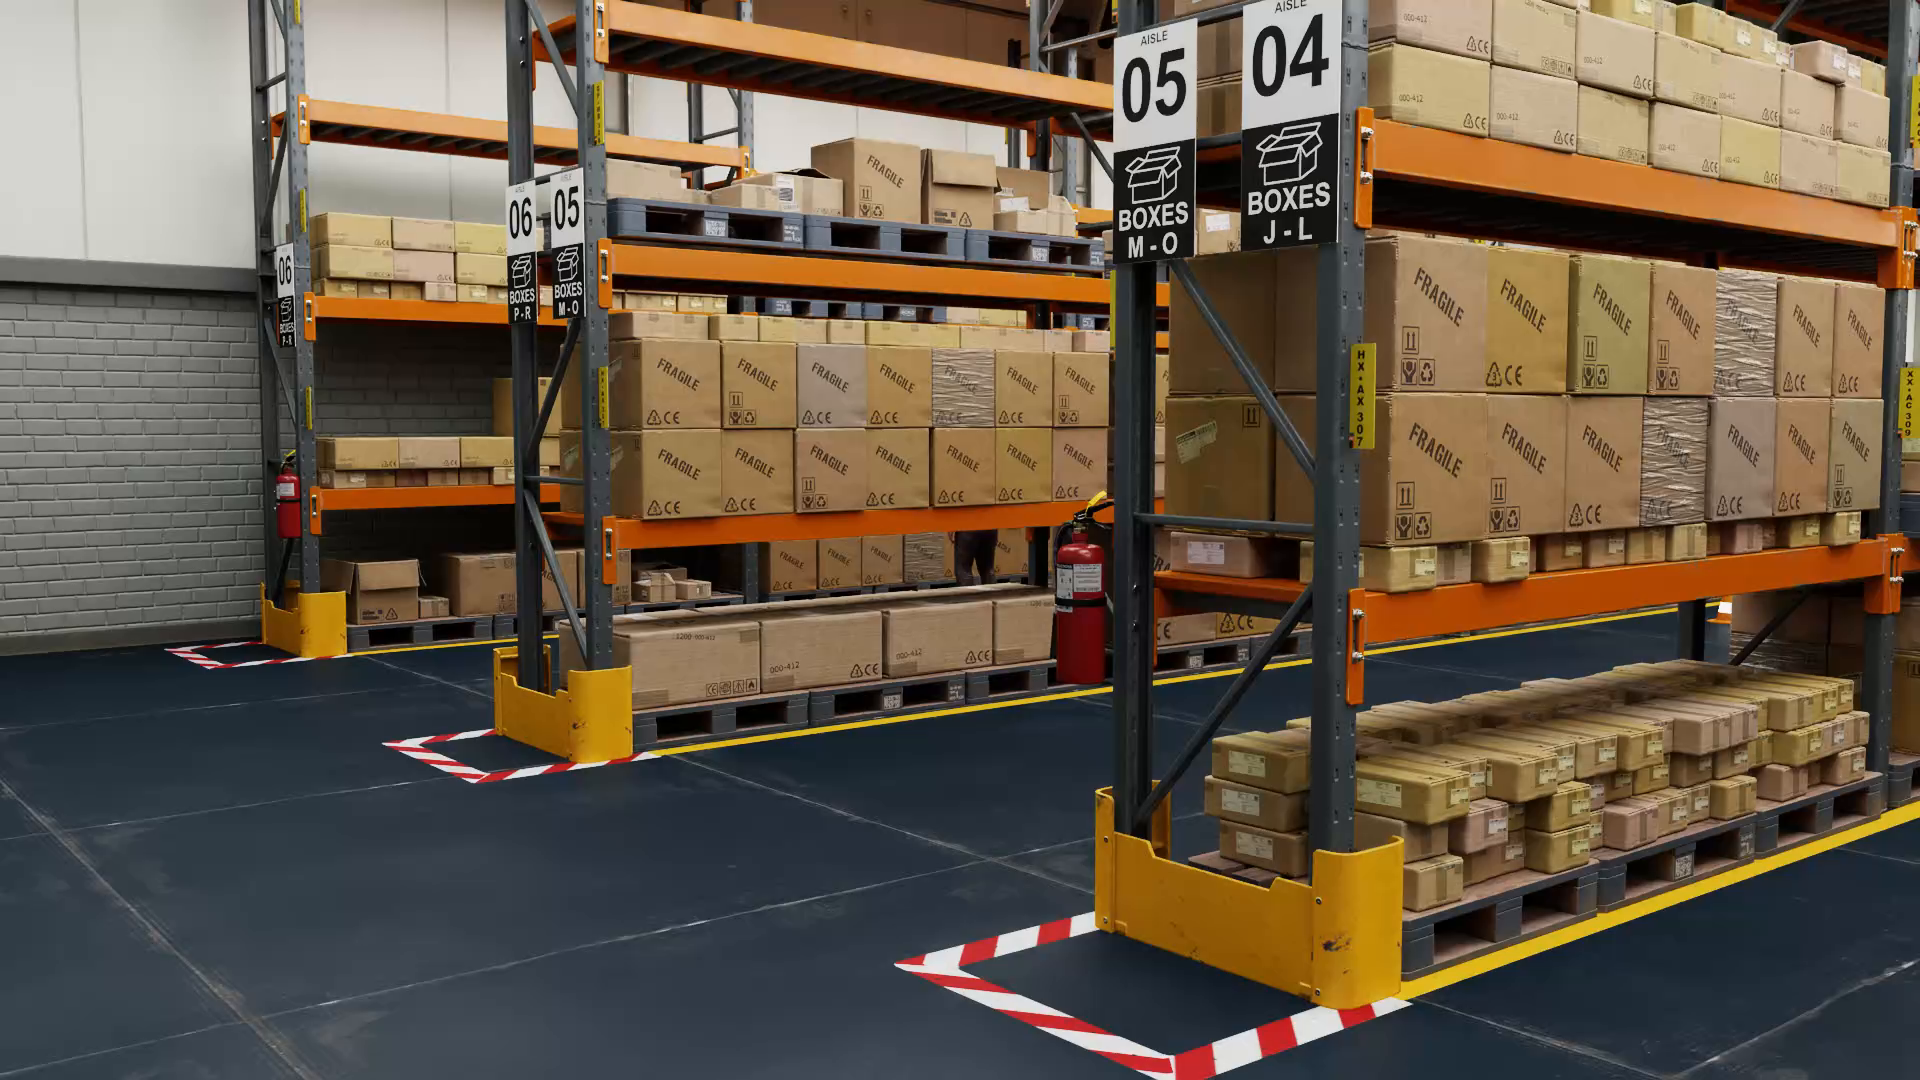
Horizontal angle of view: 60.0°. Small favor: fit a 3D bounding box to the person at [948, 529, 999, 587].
[{"bbox_3d":[0.150,-0.109,15.105,0.580,1.721,0.415,-3,5,-39],"label":"person"}]
